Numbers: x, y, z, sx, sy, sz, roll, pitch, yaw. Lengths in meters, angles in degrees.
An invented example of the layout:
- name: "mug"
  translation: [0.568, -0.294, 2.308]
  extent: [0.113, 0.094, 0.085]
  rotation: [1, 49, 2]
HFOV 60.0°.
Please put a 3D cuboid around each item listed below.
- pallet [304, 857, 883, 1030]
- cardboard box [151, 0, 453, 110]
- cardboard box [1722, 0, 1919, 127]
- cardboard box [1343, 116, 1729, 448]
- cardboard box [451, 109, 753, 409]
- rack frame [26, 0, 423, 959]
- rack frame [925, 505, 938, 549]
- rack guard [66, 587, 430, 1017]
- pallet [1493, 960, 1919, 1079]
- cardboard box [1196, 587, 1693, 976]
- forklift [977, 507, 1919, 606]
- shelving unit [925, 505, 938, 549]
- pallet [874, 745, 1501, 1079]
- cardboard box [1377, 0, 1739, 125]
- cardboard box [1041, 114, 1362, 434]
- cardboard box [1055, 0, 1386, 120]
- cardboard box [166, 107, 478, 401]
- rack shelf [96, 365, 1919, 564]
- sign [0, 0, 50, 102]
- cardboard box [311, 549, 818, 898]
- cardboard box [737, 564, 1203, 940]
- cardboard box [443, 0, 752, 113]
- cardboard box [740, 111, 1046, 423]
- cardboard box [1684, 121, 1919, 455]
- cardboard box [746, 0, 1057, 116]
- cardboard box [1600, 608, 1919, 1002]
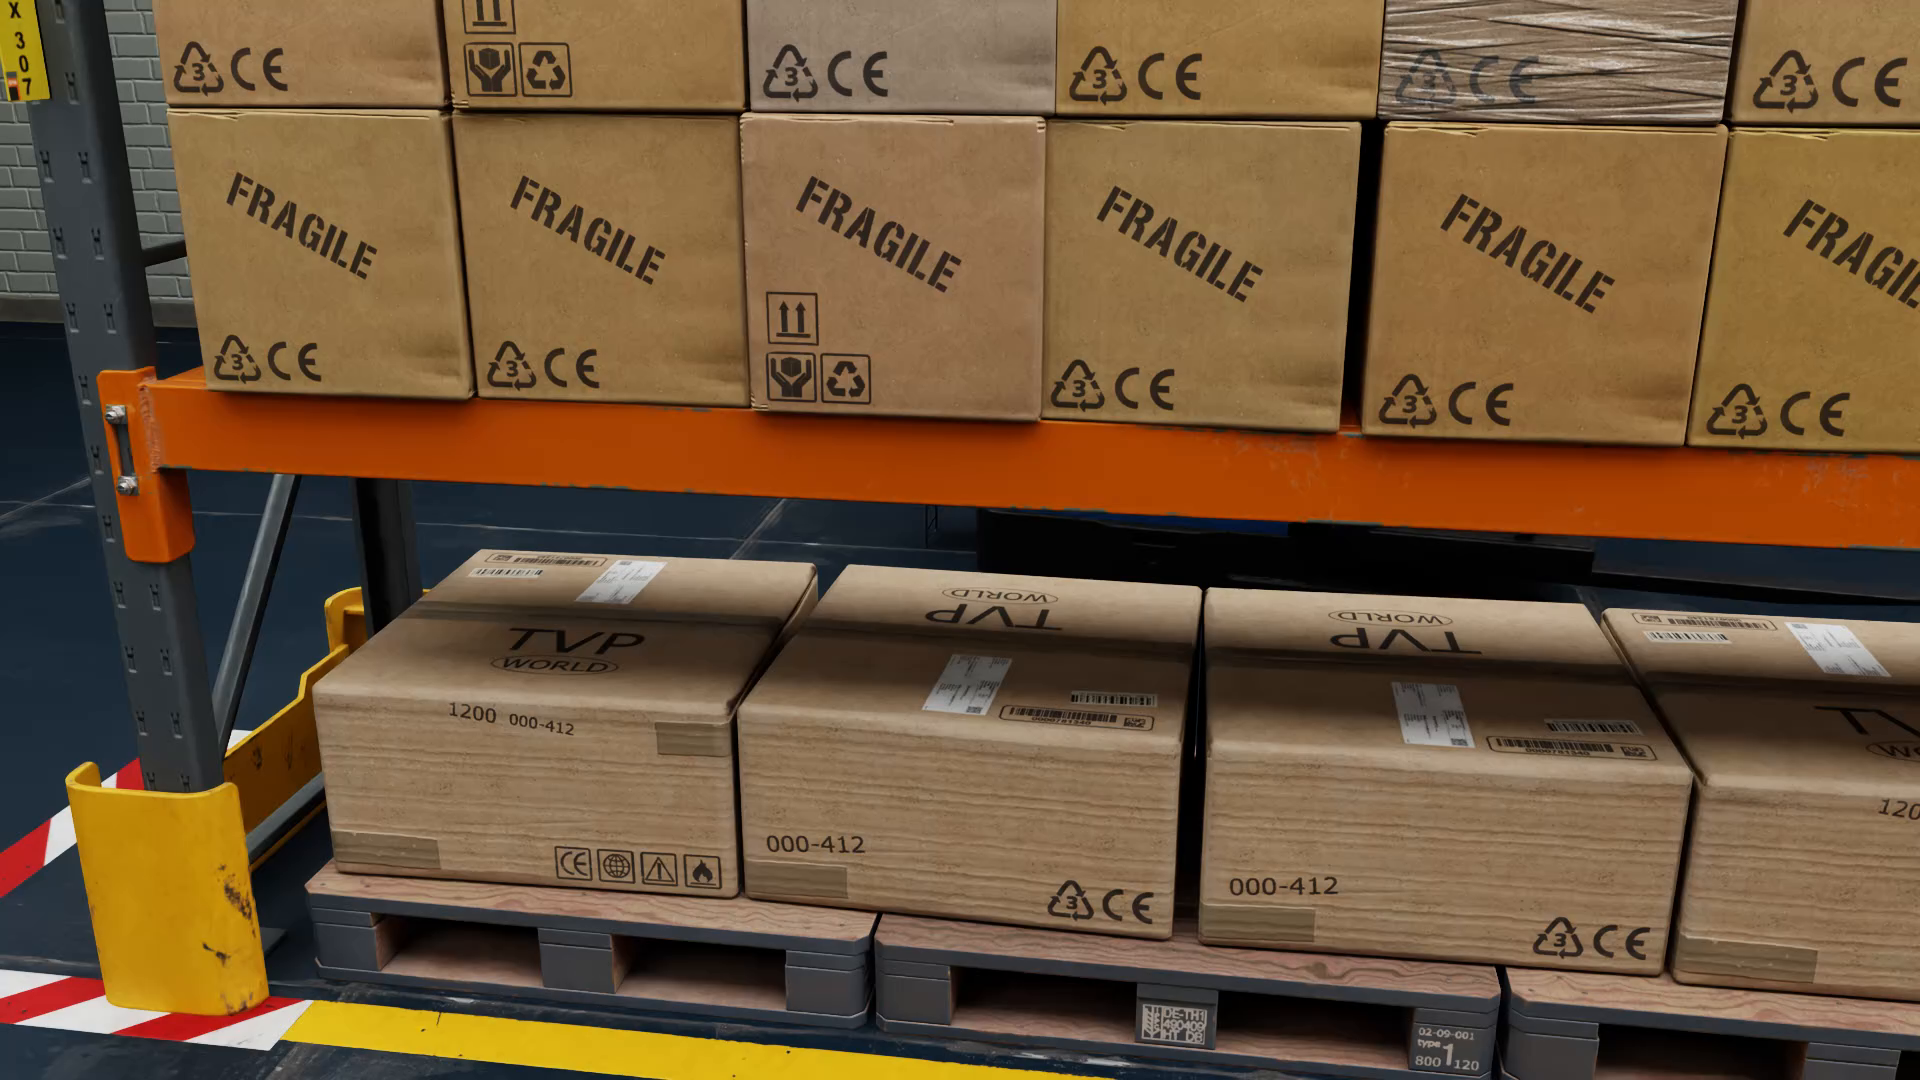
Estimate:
- name: "pallet"
  translation: [-0.705, 0.702, 3.873]
  extent: [1.213, 0.211, 1.003]
  rotation: [3, 19, 9]
- name: "cardboard box"
  translation: [-1.078, -1.045, 2.964]
  extent: [0.500, 0.500, 0.500]
  rotation: [3, 19, 7]
- name: "cardboard box"
  translation: [1.433, -0.922, 2.598]
  extent: [0.500, 0.500, 0.500]
  rotation: [3, 19, 8]
- name: "cardboard box"
  translation: [0.937, -0.471, 2.825]
  extent: [0.500, 0.500, 0.500]
  rotation: [3, 19, 8]
- name: "cardboard box"
  translation: [-0.574, -0.553, 3.071]
  extent: [0.500, 0.500, 0.500]
  rotation: [3, 19, 8]
- name: "rack frame"
  translation: [-1.507, -0.636, 3.478]
  extent: [0.127, 3.000, 1.000]
  rotation: [3, 19, 9]
- name: "rack frame"
  translation: [-0.108, -0.432, 6.177]
  extent: [0.006, 0.900, 0.240]
  rotation: [3, 19, 9]
- name: "rack guard"
  translation: [-1.530, 0.548, 3.878]
  extent: [0.348, 0.500, 1.175]
  rotation: [3, 19, 9]
- name: "pallet"
  translation: [1.704, 0.825, 3.506]
  extent: [1.213, 0.211, 1.003]
  rotation: [3, 19, 9]
- name: "cardboard box"
  translation: [0.956, 0.471, 3.545]
  extent: [0.875, 0.438, 0.875]
  rotation: [2, 19, 7]
- name: "forklift"
  translation: [1.635, -1.223, 5.339]
  extent: [3.031, 2.935, 1.130]
  rotation: [5, 19, 15]
- name: "shelving unit"
  translation: [-0.008, -0.427, 6.162]
  extent: [0.210, 0.900, 0.258]
  rotation: [3, 19, 9]
- name: "pallet"
  translation: [0.496, 0.764, 3.687]
  extent: [1.213, 0.211, 1.003]
  rotation: [3, 19, 9]
- name: "cardboard box"
  translation: [0.929, -0.945, 2.666]
  extent: [0.500, 0.500, 0.500]
  rotation: [3, 19, 9]
- name: "cardboard box"
  translation: [0.422, -0.502, 2.918]
  extent: [0.500, 0.500, 0.500]
  rotation: [4, 19, 10]
- name: "cardboard box"
  translation: [0.436, -0.972, 2.749]
  extent: [0.500, 0.500, 0.500]
  rotation: [3, 19, 9]
- name: "cardboard box"
  translation: [-1.078, -0.570, 3.121]
  extent: [0.500, 0.500, 0.500]
  rotation: [3, 19, 8]
- name: "rack shelf"
  translation: [0.468, -0.195, 3.291]
  extent: [4.000, 0.370, 1.077]
  rotation: [3, 19, 9]
- name: "sign"
  translation: [-1.600, -0.911, 2.809]
  extent: [0.005, 0.325, 0.100]
  rotation: [3, 19, 9]
- name: "cardboard box"
  translation: [-0.839, 0.381, 3.812]
  extent: [0.875, 0.438, 0.875]
  rotation: [2, 19, 7]
- name: "cardboard box"
  translation: [0.066, 0.425, 3.682]
  extent: [0.875, 0.438, 0.875]
  rotation: [3, 19, 10]
- name: "cardboard box"
  translation: [-0.567, -1.021, 2.893]
  extent: [0.500, 0.500, 0.500]
  rotation: [2, 19, 7]
- name: "cardboard box"
  translation: [-0.075, -0.522, 2.977]
  extent: [0.500, 0.500, 0.500]
  rotation: [3, 19, 8]
- name: "cardboard box"
  translation: [1.435, -0.450, 2.763]
  extent: [0.500, 0.500, 0.500]
  rotation: [2, 19, 7]
- name: "cardboard box"
  translation: [-0.057, -0.997, 2.823]
  extent: [0.500, 0.500, 0.500]
  rotation: [3, 19, 8]
- name: "cardboard box"
  translation: [1.840, 0.516, 3.411]
  extent: [0.875, 0.438, 0.875]
  rotation: [3, 19, 8]
